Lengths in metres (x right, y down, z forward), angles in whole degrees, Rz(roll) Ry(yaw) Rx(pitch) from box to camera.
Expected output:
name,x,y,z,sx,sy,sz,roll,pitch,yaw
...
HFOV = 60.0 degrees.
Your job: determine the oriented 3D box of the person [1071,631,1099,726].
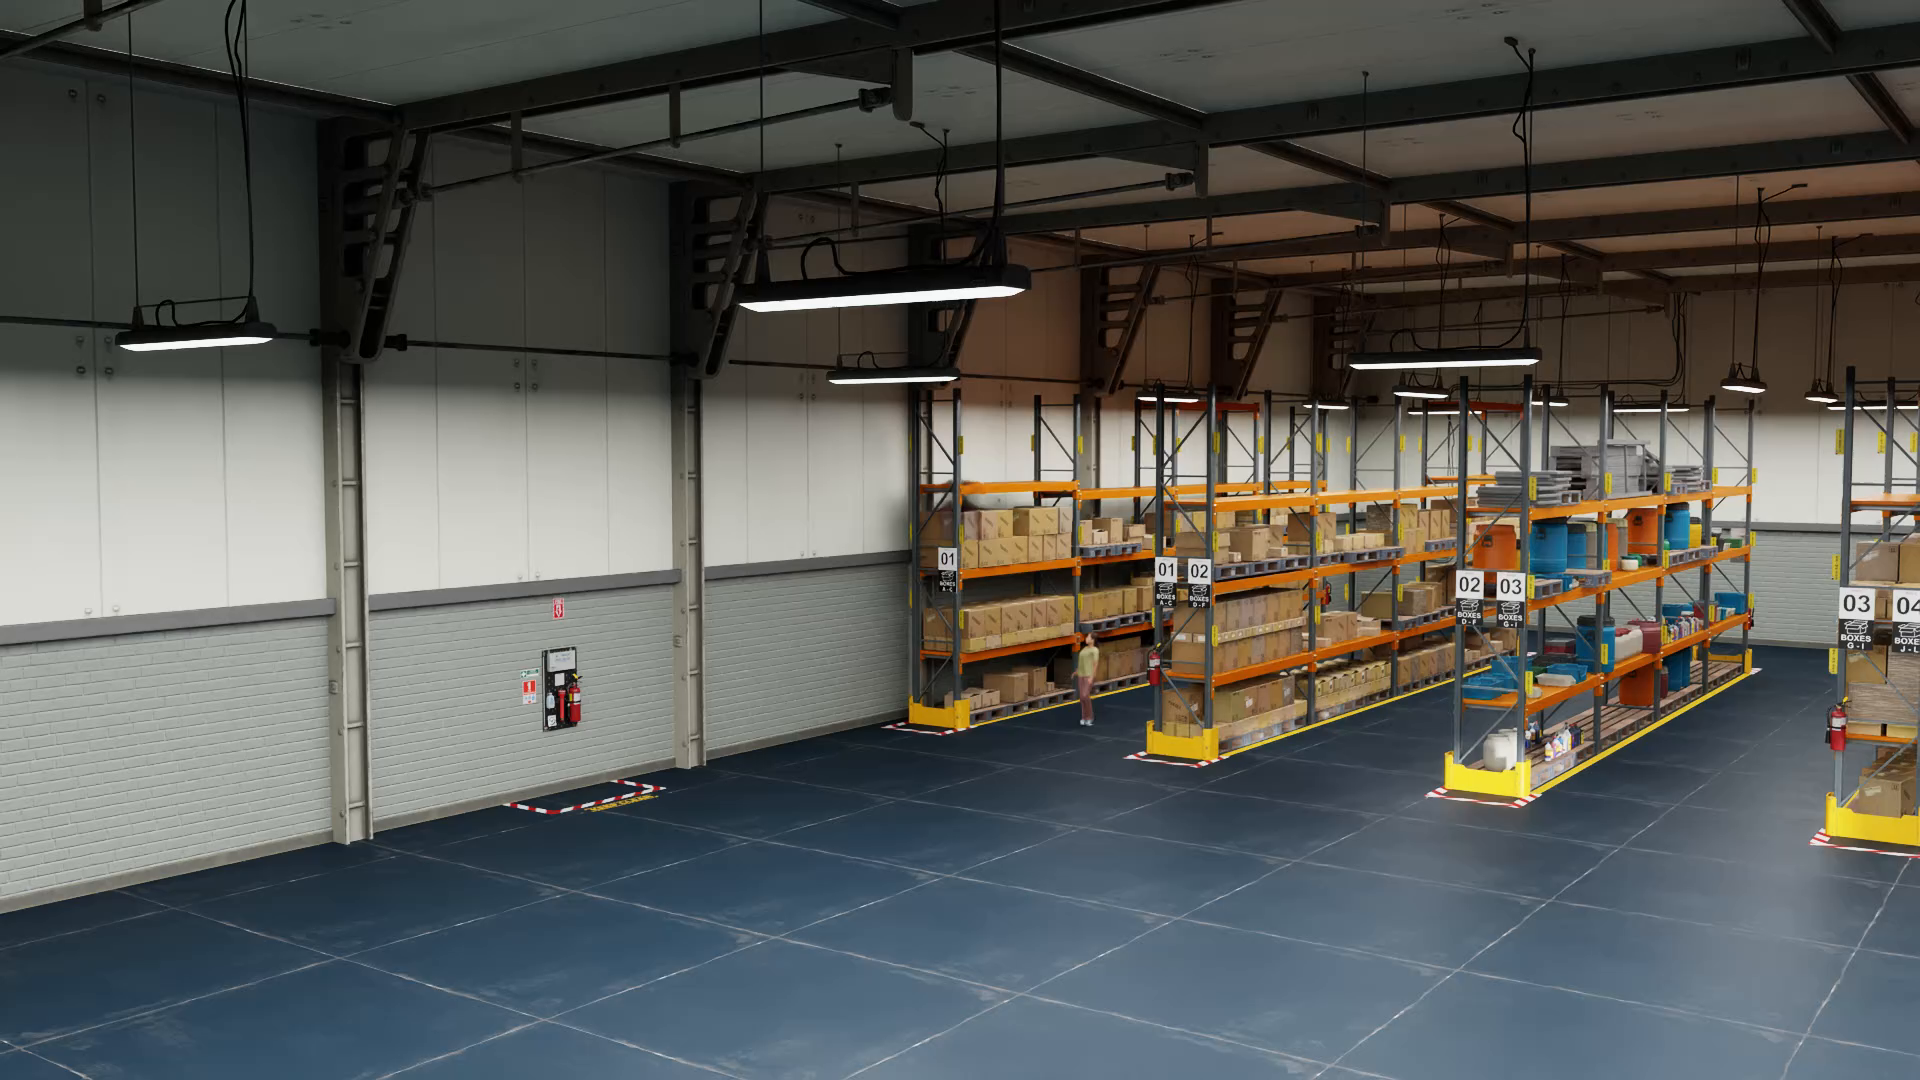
name,x,y,z,sx,sy,sz,roll,pitch,yaw
person,2.284,2.495,29.901,0.442,1.699,0.509,-3,4,-42
